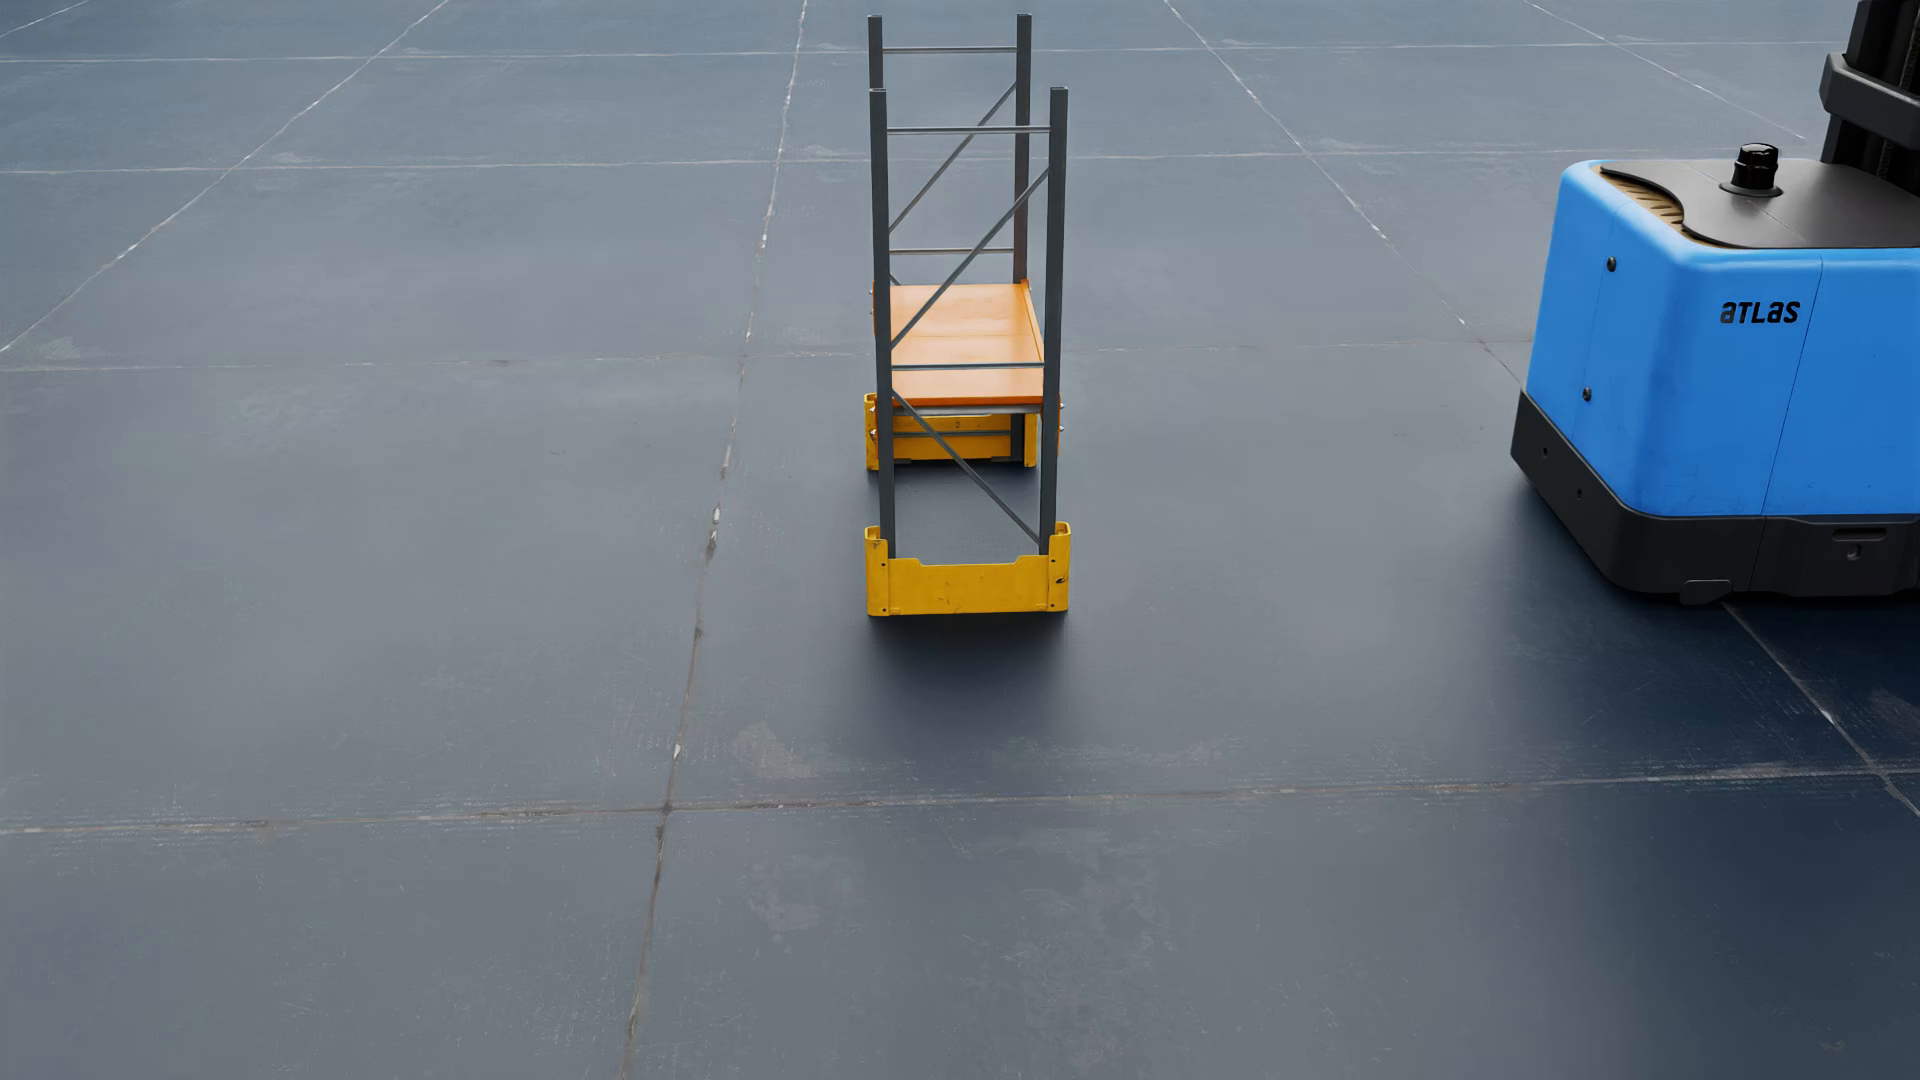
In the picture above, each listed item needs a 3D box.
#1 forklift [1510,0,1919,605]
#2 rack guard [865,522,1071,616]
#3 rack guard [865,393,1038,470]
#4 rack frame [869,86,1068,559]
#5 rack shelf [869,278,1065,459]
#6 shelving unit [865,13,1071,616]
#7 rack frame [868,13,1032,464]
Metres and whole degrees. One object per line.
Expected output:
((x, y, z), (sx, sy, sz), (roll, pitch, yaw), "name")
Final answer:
((3.396, -1.345, 4.660), (3.031, 2.935, 1.130), (-1, 28, -2), "forklift")
((0.022, 0.084, 4.819), (0.587, 0.250, 0.087), (-1, 28, -3), "rack guard")
((-0.030, -0.376, 5.701), (0.587, 0.250, 0.087), (-1, 28, -3), "rack guard")
((0.022, -0.470, 4.529), (0.500, 1.500, 0.032), (-1, 28, -3), "rack frame")
((-0.004, -0.545, 5.062), (0.538, 0.185, 1.000), (-1, 28, -3), "rack shelf")
((-0.004, -0.700, 4.971), (0.587, 1.500, 1.083), (-1, 28, -3), "shelving unit")
((-0.031, -0.939, 5.429), (0.500, 1.500, 0.032), (-1, 28, -3), "rack frame")
